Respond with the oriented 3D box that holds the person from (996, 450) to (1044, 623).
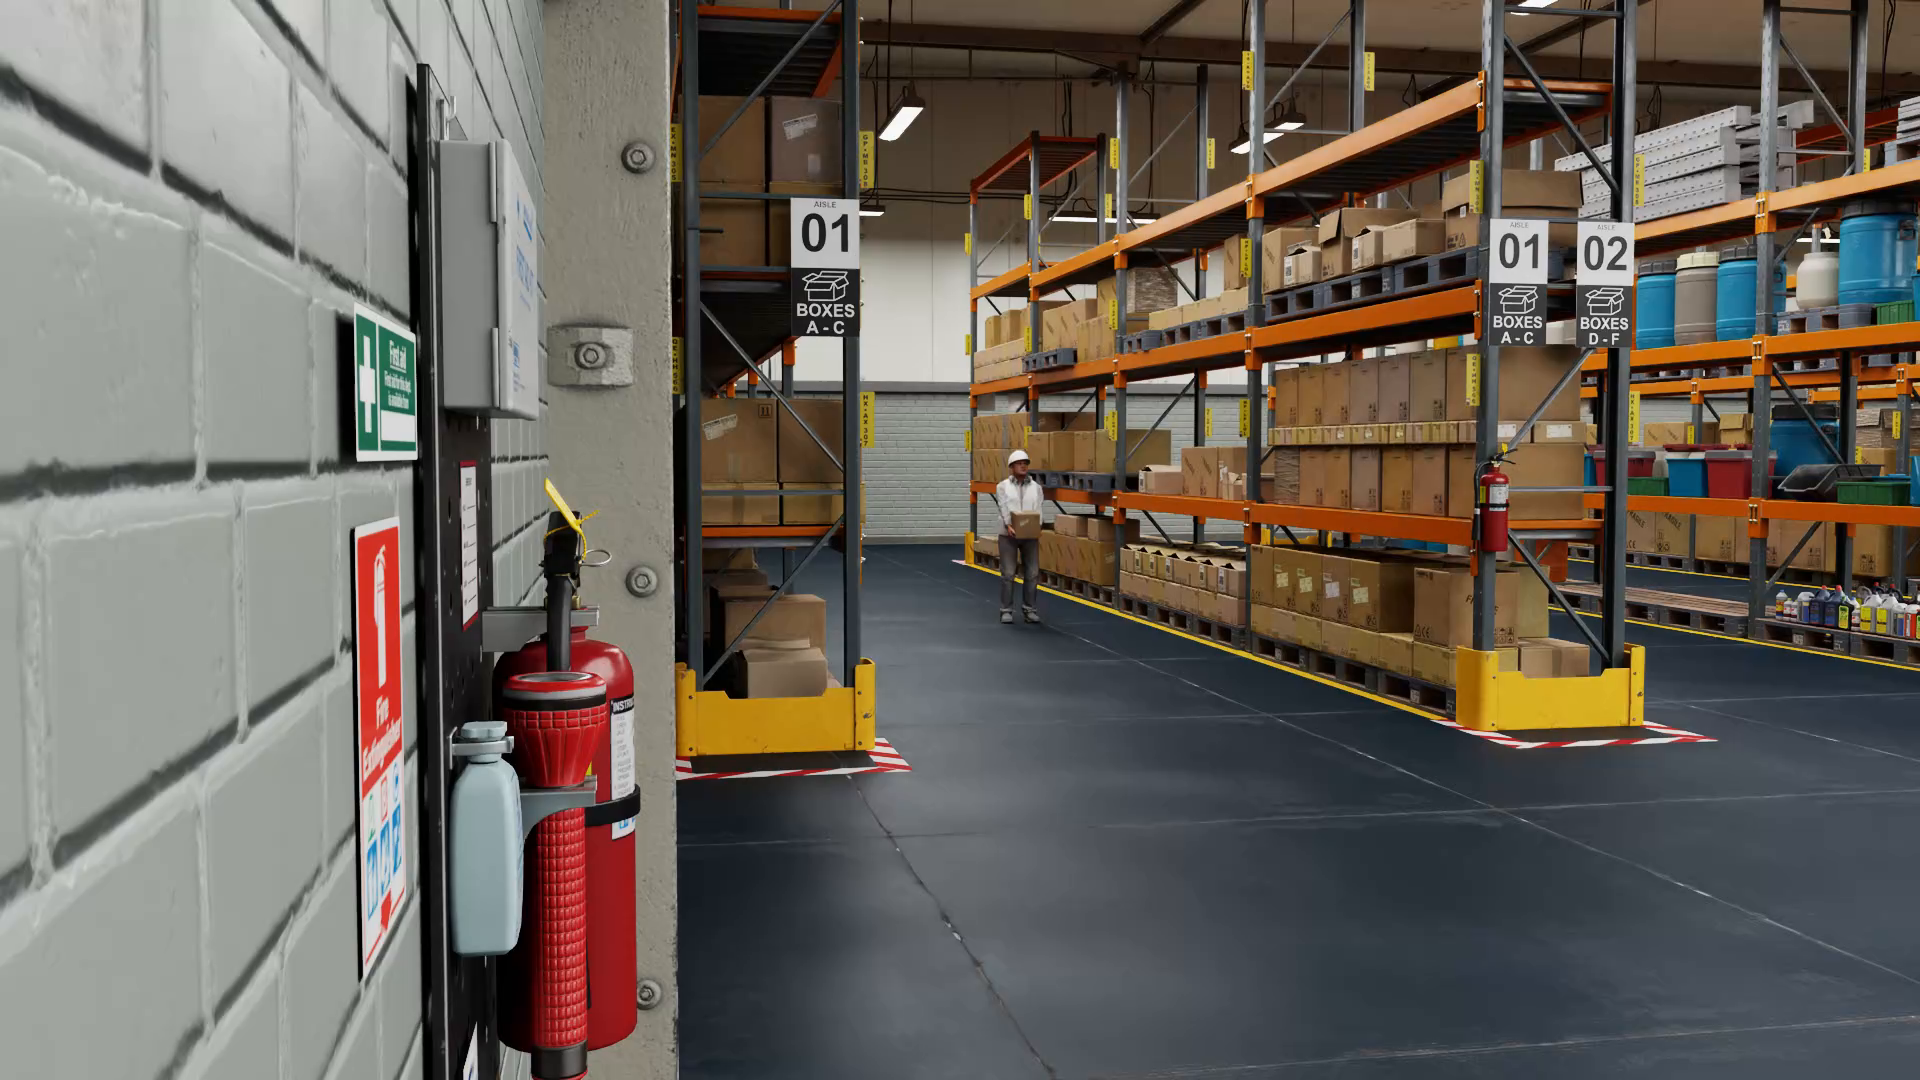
[{"bbox_3d":[0.636,-0.034,17.037,0.499,1.767,0.554,-1,3,-12],"label":"person"}]
